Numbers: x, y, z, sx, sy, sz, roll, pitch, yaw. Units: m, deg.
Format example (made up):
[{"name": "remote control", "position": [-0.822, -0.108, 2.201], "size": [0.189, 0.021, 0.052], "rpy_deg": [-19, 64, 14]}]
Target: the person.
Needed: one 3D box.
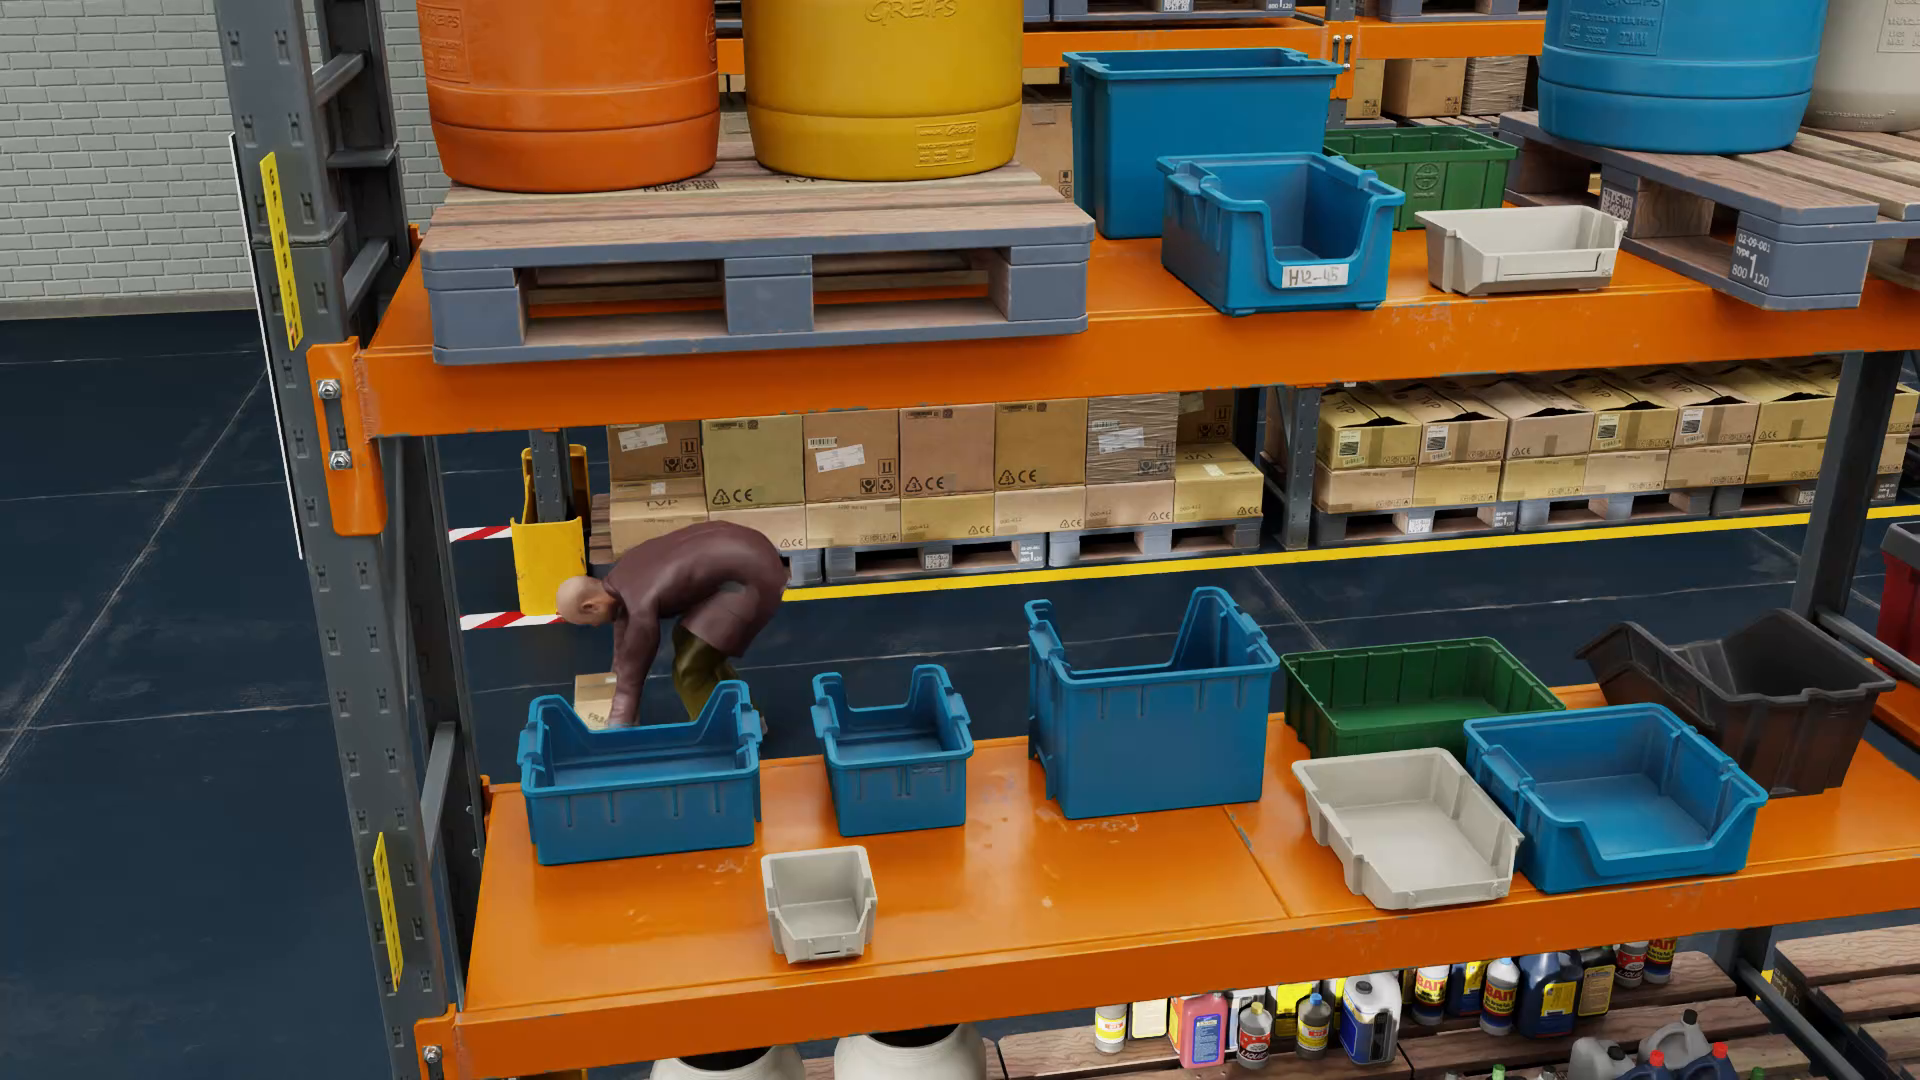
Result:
[{"name": "person", "position": [-1.189, 0.448, 6.985], "size": [0.945, 1.052, 0.577], "rpy_deg": [-5, 24, -12]}]
